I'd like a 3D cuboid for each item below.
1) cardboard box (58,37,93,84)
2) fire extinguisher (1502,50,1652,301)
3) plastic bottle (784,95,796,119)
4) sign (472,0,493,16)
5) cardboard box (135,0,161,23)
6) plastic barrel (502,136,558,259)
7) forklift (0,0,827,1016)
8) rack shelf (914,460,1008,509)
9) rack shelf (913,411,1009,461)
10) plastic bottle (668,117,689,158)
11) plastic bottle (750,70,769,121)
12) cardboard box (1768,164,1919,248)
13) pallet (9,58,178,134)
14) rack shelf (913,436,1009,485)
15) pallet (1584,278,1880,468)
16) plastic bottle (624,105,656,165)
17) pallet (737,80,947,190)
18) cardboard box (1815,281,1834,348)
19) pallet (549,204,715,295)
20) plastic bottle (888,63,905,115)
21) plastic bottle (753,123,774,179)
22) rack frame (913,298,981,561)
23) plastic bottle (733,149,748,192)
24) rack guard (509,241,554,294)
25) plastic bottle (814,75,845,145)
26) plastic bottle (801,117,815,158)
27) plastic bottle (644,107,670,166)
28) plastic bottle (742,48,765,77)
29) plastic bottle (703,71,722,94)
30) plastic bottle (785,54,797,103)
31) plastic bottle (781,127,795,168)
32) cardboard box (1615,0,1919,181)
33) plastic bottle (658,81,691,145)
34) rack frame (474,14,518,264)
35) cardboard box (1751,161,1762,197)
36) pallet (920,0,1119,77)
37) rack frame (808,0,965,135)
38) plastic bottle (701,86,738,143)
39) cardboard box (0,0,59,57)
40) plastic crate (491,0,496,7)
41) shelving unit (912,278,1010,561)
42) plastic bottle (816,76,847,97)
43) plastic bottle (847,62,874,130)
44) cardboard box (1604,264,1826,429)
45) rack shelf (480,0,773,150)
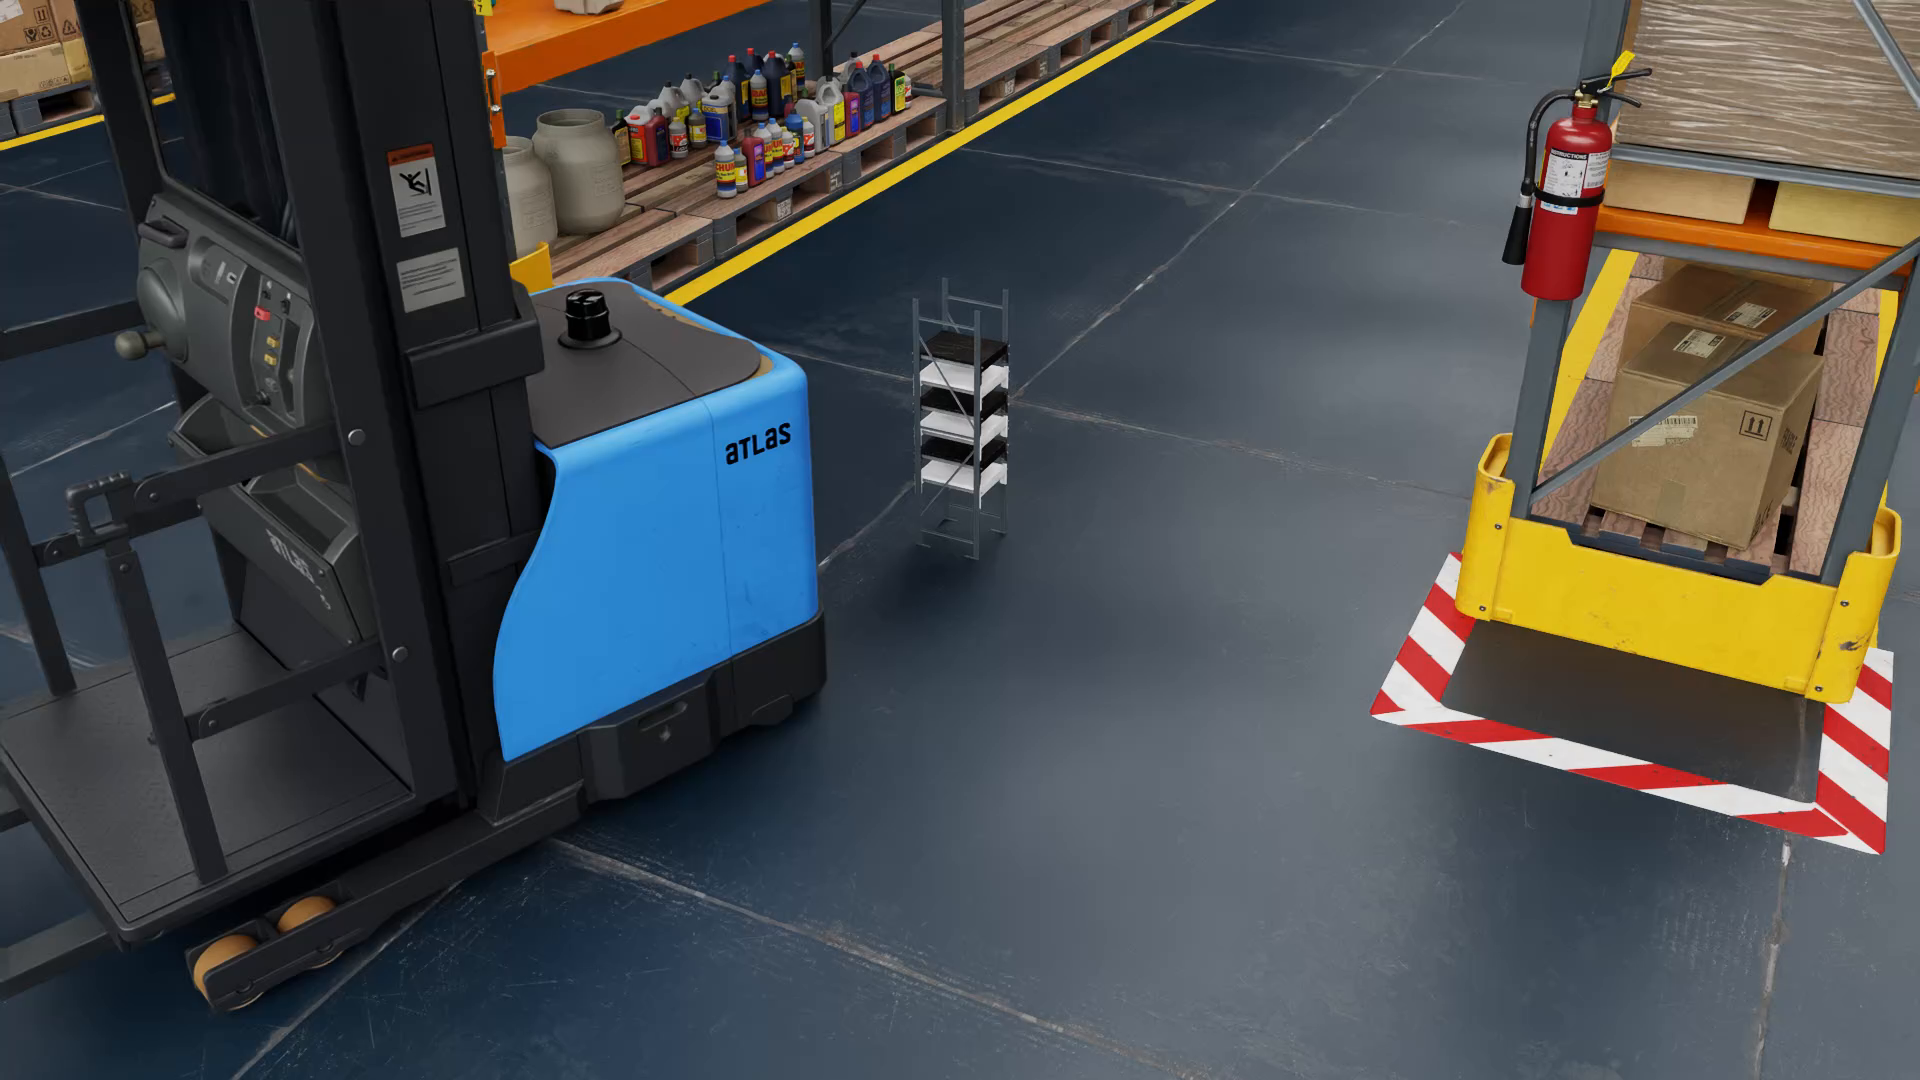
[{"bbox_3d":[-5.548,-3.071,10.425,0.500,0.250,0.500,14,33,23],"label":"cardboard box"},{"bbox_3d":[1.679,-1.001,4.558,0.296,0.674,0.183,14,33,23],"label":"fire extinguisher"},{"bbox_3d":[-0.889,-2.264,8.966,0.061,0.283,0.133,14,33,23],"label":"plastic bottle"},{"bbox_3d":[-1.780,-2.098,6.113,0.100,0.325,0.005,14,33,23],"label":"sign"},{"bbox_3d":[-5.333,-3.621,10.630,0.500,0.500,0.500,14,33,23],"label":"cardboard box"},{"bbox_3d":[-2.036,-1.517,7.455,0.421,0.512,0.421,0,30,0],"label":"plastic barrel"},{"bbox_3d":[-1.814,-0.478,3.639,3.031,2.935,1.130,-25,38,-36],"label":"forklift"},{"bbox_3d":[0.004,-0.209,5.638,0.258,0.077,0.200,14,33,23],"label":"rack shelf"},{"bbox_3d":[0.004,-0.365,5.549,0.258,0.077,0.200,14,33,23],"label":"rack shelf"},{"bbox_3d":[-1.499,-2.142,8.836,0.097,0.201,0.097,0,30,0],"label":"plastic bottle"},{"bbox_3d":[-1.141,-2.530,9.441,0.097,0.271,0.097,0,30,0],"label":"plastic bottle"},{"bbox_3d":[2.484,-0.944,4.634,0.380,0.149,0.250,14,33,23],"label":"cardboard box"},{"bbox_3d":[-5.807,-2.908,10.601,1.003,0.211,1.213,14,33,23],"label":"pallet"},{"bbox_3d":[0.004,-0.287,5.594,0.258,0.077,0.200,14,33,23],"label":"rack shelf"},{"bbox_3d":[3.135,-0.696,6.750,1.003,0.211,1.213,14,33,23],"label":"pallet"},{"bbox_3d":[-1.682,-2.133,8.746,0.152,0.276,0.135,15,33,24],"label":"plastic bottle"},{"bbox_3d":[-0.789,-2.380,9.682,1.003,0.211,1.213,14,33,23],"label":"pallet"},{"bbox_3d":[3.279,-1.135,6.803,0.500,0.500,0.500,11,32,19],"label":"cardboard box"},{"bbox_3d":[-1.900,-1.298,7.799,1.003,0.211,1.213,14,33,23],"label":"pallet"},{"bbox_3d":[-0.371,-2.602,9.555,0.061,0.283,0.133,16,34,26],"label":"plastic bottle"},{"bbox_3d":[-1.008,-1.997,8.513,0.097,0.271,0.097,0,30,0],"label":"plastic bottle"},{"bbox_3d":[-0.043,-0.349,5.454,0.240,0.900,0.006,14,33,23],"label":"rack frame"},{"bbox_3d":[-1.117,-1.860,8.346,0.097,0.201,0.097,0,30,0],"label":"plastic bottle"},{"bbox_3d":[-2.275,-1.065,7.102,1.175,0.500,0.348,14,33,23],"label":"rack guard"},{"bbox_3d":[-0.717,-2.340,9.032,0.144,0.351,0.185,14,33,23],"label":"plastic bottle"},{"bbox_3d":[-0.824,-2.146,8.843,0.097,0.201,0.097,0,30,0],"label":"plastic bottle"},{"bbox_3d":[-1.587,-2.112,8.702,0.061,0.283,0.133,14,33,23],"label":"plastic bottle"},{"bbox_3d":[-1.183,-2.656,9.581,0.144,0.351,0.185,15,33,25],"label":"plastic bottle"},{"bbox_3d":[-1.381,-2.479,9.341,0.061,0.283,0.133,16,33,25],"label":"plastic bottle"},{"bbox_3d":[-1.009,-2.675,9.682,0.061,0.283,0.133,14,33,23],"label":"plastic bottle"},{"bbox_3d":[-0.917,-2.055,8.684,0.097,0.201,0.097,0,30,0],"label":"plastic bottle"},{"bbox_3d":[2.417,-1.391,4.760,0.875,0.500,0.500,14,33,23],"label":"cardboard box"},{"bbox_3d":[-1.547,-2.301,8.964,0.144,0.351,0.185,16,33,25],"label":"plastic bottle"},{"bbox_3d":[-2.268,-2.104,6.402,1.000,3.000,0.127,14,33,23],"label":"rack frame"},{"bbox_3d":[2.202,-1.156,5.002,0.380,0.149,0.250,14,33,23],"label":"cardboard box"},{"bbox_3d":[0.432,-3.568,11.751,1.003,0.211,1.213,14,33,23],"label":"pallet"},{"bbox_3d":[-0.445,-3.877,9.490,1.000,3.000,0.127,14,33,23],"label":"rack frame"},{"bbox_3d":[-1.319,-2.329,9.087,0.152,0.276,0.135,14,33,23],"label":"plastic bottle"},{"bbox_3d":[-5.791,-3.178,9.859,0.500,0.500,0.500,14,33,23],"label":"cardboard box"},{"bbox_3d":[-2.306,-2.330,6.944,0.499,0.251,0.616,14,33,23],"label":"plastic crate"},{"bbox_3d":[0.004,-0.394,5.532,0.258,0.900,0.210,14,33,23],"label":"shelving unit"},{"bbox_3d":[-0.713,-2.474,9.339,0.152,0.276,0.135,14,33,23],"label":"plastic bottle"},{"bbox_3d":[-0.570,-2.484,9.281,0.144,0.351,0.185,13,32,21],"label":"plastic bottle"},{"bbox_3d":[2.683,-0.625,5.914,0.500,0.500,0.500,24,38,36],"label":"cardboard box"},{"bbox_3d":[-1.357,-2.679,8.125,1.077,0.370,4.000,14,33,23],"label":"rack shelf"}]
